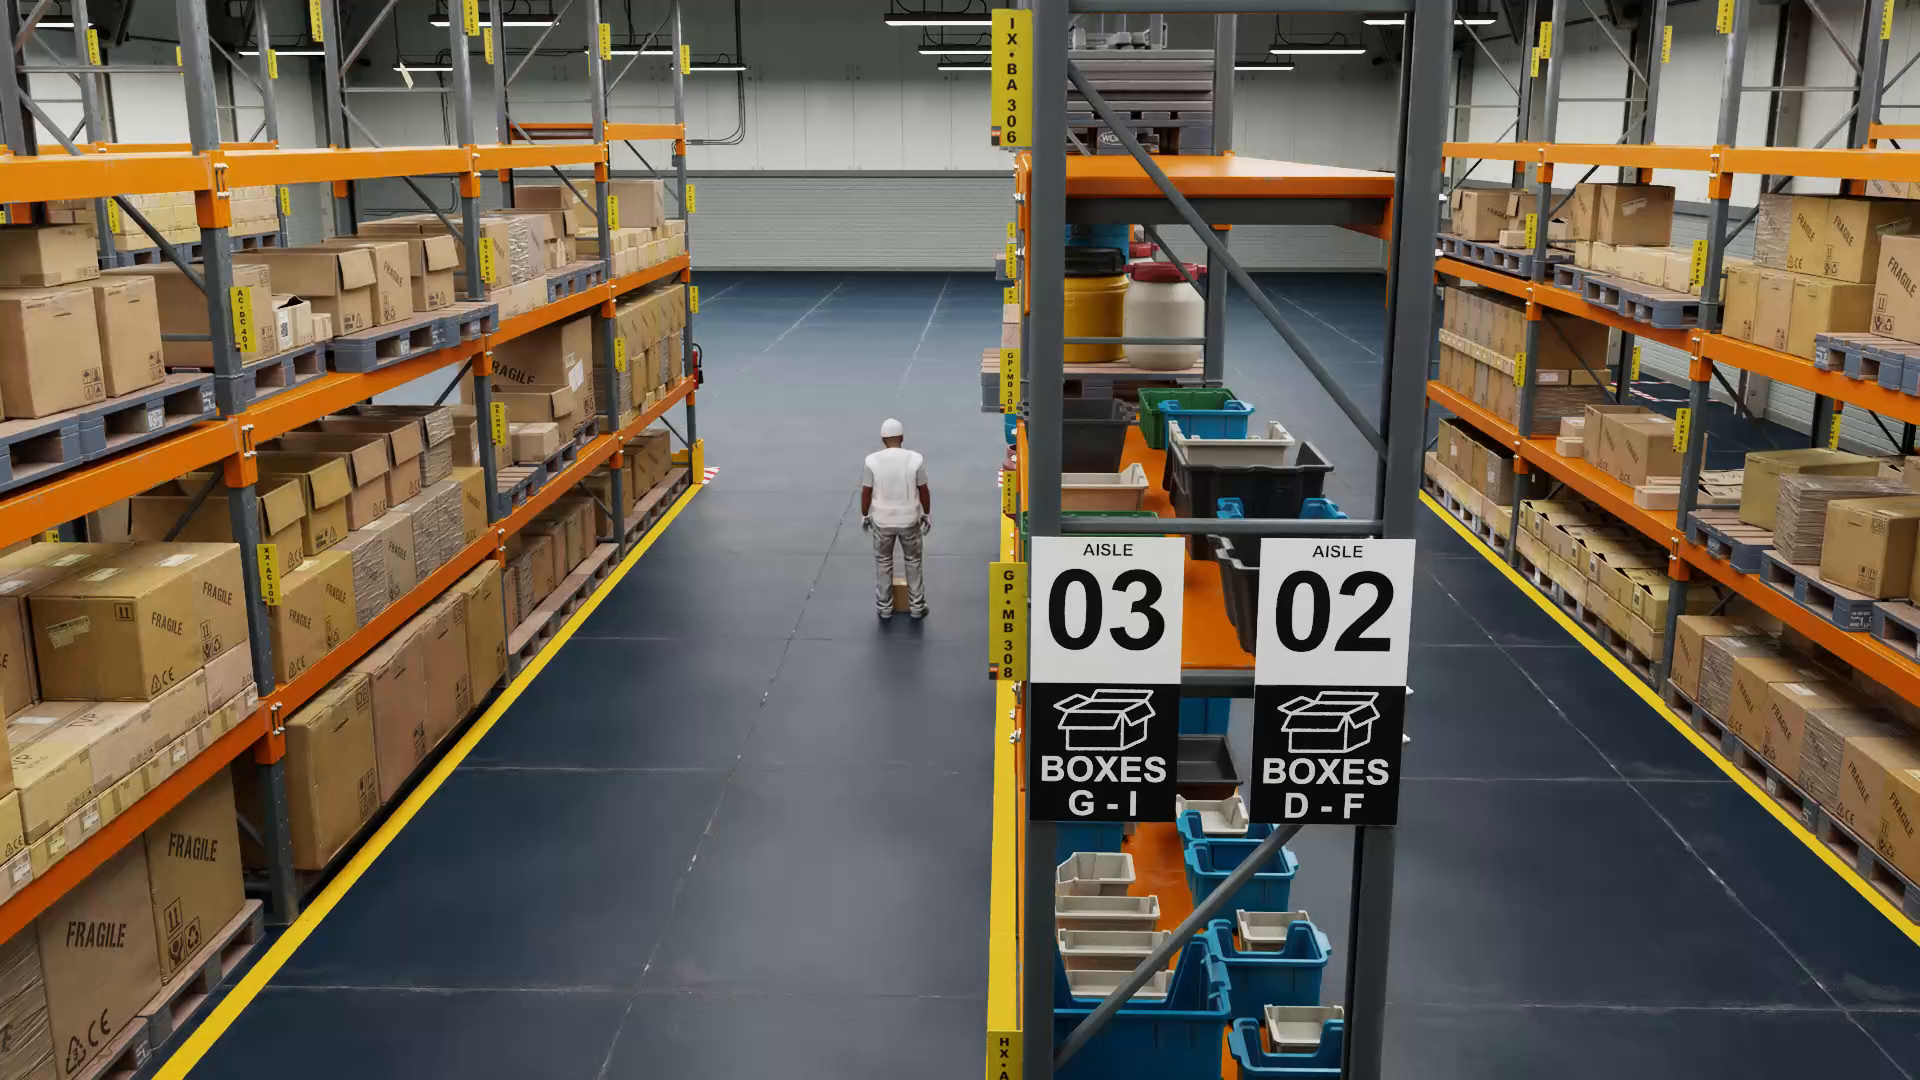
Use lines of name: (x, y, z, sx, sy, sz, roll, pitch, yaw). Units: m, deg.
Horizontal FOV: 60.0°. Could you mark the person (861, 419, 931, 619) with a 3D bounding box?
person: (-0.566, -0.186, 14.735, 0.623, 1.773, 0.451, 0, 14, -2)
